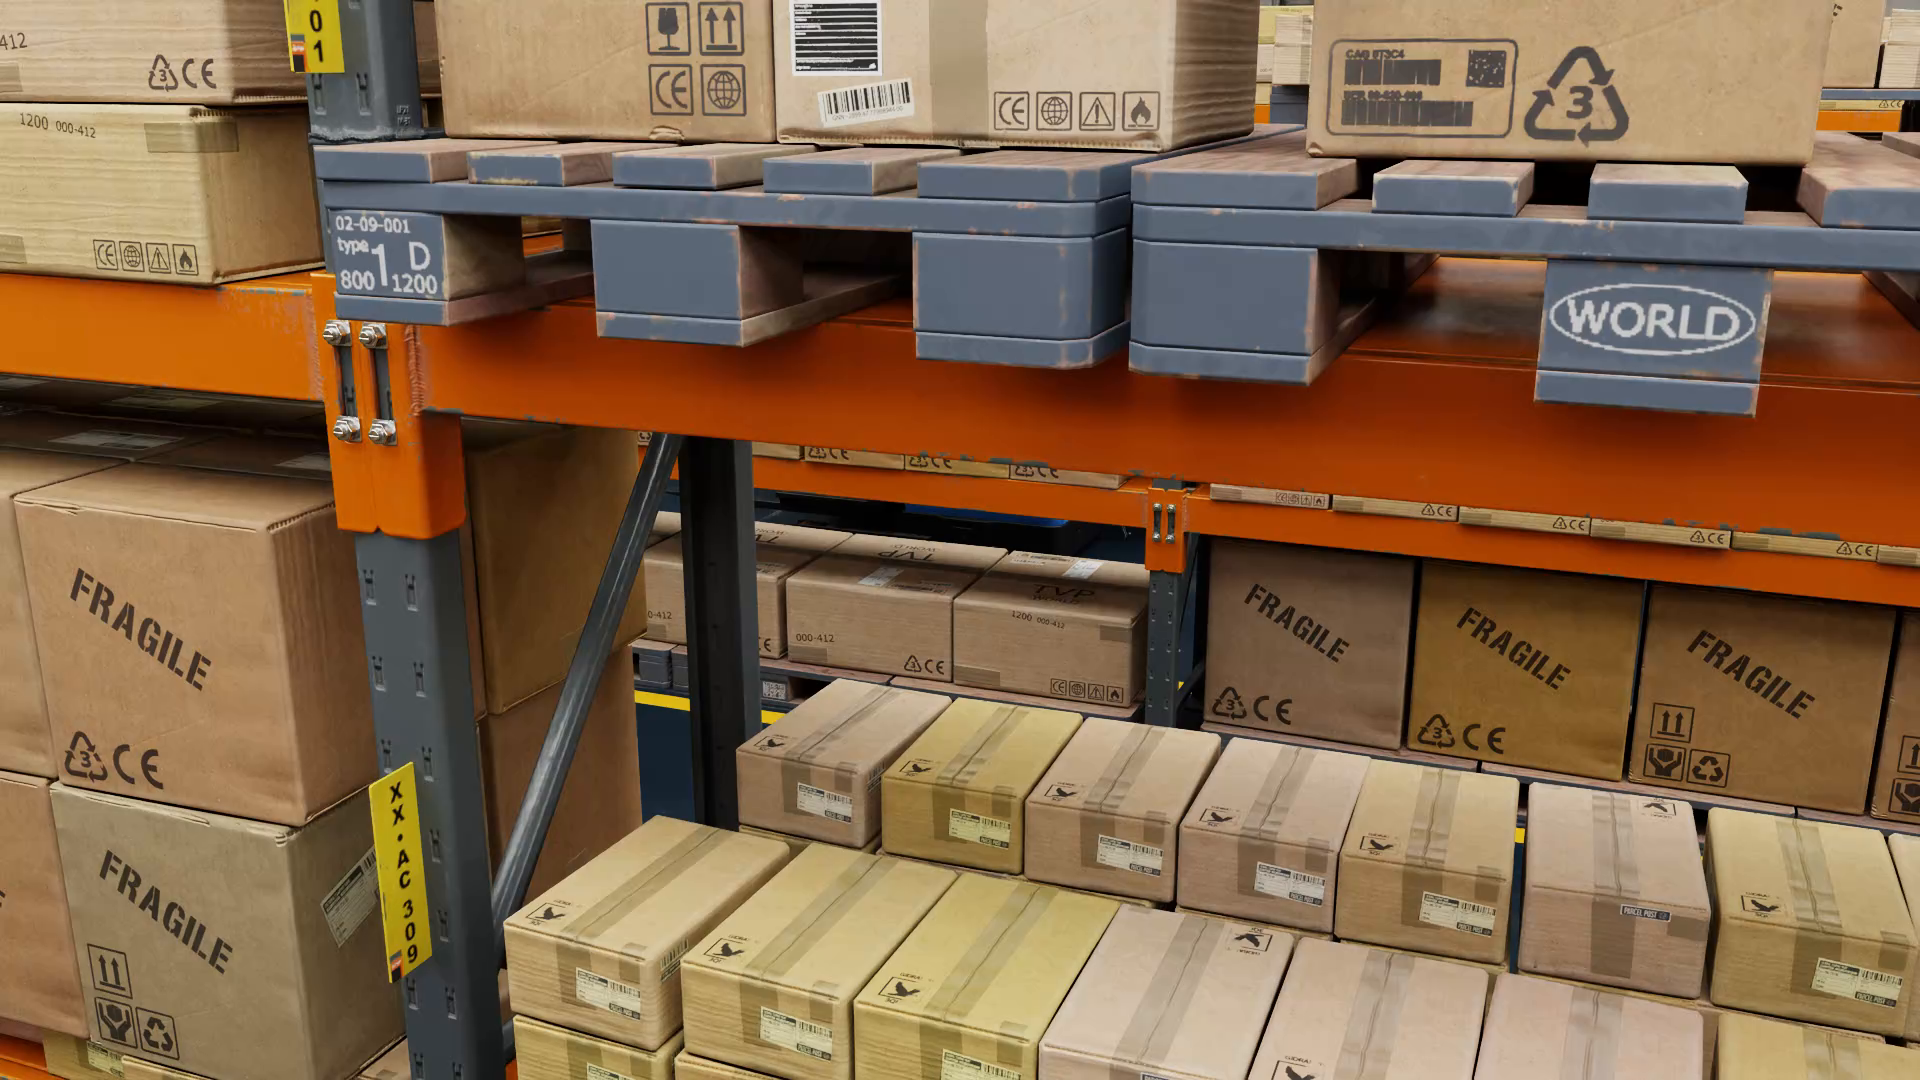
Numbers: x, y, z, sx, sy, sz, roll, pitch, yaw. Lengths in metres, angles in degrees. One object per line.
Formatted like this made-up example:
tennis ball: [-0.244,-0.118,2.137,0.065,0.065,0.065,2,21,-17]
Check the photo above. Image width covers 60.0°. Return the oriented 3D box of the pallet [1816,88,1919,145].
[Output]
pallet: [3.134,-1.624,6.347,1.213,0.211,1.003,7,18,23]

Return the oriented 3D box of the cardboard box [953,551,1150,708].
cardboard box: [0.528,0.419,8.193,0.875,0.438,0.875,6,17,20]

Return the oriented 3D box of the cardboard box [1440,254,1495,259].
cardboard box: [2.065,-1.014,7.315,0.500,0.500,0.500,7,17,22]

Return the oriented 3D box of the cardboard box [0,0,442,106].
cardboard box: [-1.172,-0.814,2.588,0.500,0.250,0.500,5,17,18]

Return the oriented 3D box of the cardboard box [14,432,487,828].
cardboard box: [-1.186,0.127,2.848,0.500,0.500,0.500,6,17,19]

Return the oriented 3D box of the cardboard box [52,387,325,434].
cardboard box: [-1.467,-0.053,3.470,0.500,0.500,0.500,6,17,19]

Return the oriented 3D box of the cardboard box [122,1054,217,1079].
cardboard box: [-1.280,0.930,3.039,0.250,0.149,0.380,6,17,19]

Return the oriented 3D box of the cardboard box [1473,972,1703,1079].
cardboard box: [0.752,0.701,2.008,0.250,0.149,0.380,7,18,23]

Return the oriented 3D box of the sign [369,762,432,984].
sign: [-0.841,0.502,2.511,0.005,0.325,0.100,6,17,21]

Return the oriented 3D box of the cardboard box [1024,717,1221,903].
cardboard box: [0.286,0.454,2.859,0.250,0.149,0.380,6,17,19]

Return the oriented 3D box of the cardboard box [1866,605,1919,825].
cardboard box: [4.182,0.618,6.723,0.875,0.875,0.875,6,17,20]

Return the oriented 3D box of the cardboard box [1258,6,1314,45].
cardboard box: [2.333,-3.546,11.467,0.500,0.250,0.500,6,17,21]

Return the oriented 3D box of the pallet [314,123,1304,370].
pallet: [-0.114,-0.483,2.414,1.003,0.211,1.213,6,17,21]

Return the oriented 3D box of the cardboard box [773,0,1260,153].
cardboard box: [0.093,-0.679,2.157,0.500,0.311,0.500,6,17,20]

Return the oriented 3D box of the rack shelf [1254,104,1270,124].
rack shelf: [1.030,-3.105,12.400,4.000,0.370,1.077,6,17,21]

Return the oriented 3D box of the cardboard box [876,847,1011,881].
cardboard box: [0.039,0.569,2.999,0.250,0.149,0.380,6,17,21]

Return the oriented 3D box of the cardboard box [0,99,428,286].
cardboard box: [-1.205,-0.572,2.654,0.500,0.250,0.500,7,17,22]

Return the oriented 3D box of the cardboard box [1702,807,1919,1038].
cardboard box: [1.259,0.561,2.492,0.250,0.149,0.380,6,17,20]

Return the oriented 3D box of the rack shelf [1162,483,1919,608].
rack shelf: [2.934,0.032,6.973,4.000,0.370,1.077,6,17,21]

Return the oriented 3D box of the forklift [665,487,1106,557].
forklift: [-0.585,-1.473,10.989,3.031,2.935,1.130,6,17,21]

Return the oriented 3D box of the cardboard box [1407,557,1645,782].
cardboard box: [2.522,0.434,7.356,0.875,0.875,0.875,7,18,22]

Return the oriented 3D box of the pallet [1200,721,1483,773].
pallet: [1.819,0.881,7.761,1.213,0.211,1.003,6,17,21]

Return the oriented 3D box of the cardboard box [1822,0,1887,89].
cardboard box: [3.048,-1.904,6.039,0.500,0.500,0.500,6,17,21]

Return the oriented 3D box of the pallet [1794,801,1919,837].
pallet: [4.088,1.130,6.901,1.213,0.211,1.003,6,17,21]

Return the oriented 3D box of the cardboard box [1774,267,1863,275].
cardboard box: [3.484,-0.856,6.769,0.500,0.500,0.500,7,18,22]

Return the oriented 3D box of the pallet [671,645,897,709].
pallet: [-0.744,0.599,8.732,1.213,0.211,1.003,6,17,21]

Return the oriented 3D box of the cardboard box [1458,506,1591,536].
cardboard box: [2.338,-0.223,6.831,0.500,0.250,0.500,6,17,20]

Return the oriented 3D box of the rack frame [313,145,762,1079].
rack frame: [-0.649,0.776,3.119,0.127,3.000,1.000,6,17,21]

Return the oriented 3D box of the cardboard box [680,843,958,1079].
cardboard box: [-0.190,0.596,2.370,0.250,0.149,0.380,7,18,22]

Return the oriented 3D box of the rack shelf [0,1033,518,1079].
rack shelf: [-2.510,0.917,3.924,4.000,0.370,1.077,6,17,21]

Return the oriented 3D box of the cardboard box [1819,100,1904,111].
cardboard box: [5.578,-2.806,10.346,0.500,0.250,0.500,6,17,21]

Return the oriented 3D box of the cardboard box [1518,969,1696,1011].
cardboard box: [1.021,0.676,2.629,0.250,0.149,0.380,6,17,21]

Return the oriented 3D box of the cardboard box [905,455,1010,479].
cardboard box: [0.067,-0.598,7.675,0.500,0.500,0.500,6,17,19]

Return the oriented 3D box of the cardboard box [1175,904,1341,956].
cardboard box: [0.525,0.622,2.816,0.250,0.149,0.380,6,17,19]

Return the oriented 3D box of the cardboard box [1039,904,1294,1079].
cardboard box: [0.279,0.649,2.187,0.250,0.149,0.380,6,17,20]

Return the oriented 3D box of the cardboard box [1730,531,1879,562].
cardboard box: [3.285,-0.125,6.493,0.500,0.250,0.500,6,17,20]

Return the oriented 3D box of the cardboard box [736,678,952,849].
cardboard box: [-0.204,0.400,3.046,0.250,0.149,0.380,7,18,23]

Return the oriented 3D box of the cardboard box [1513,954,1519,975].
cardboard box: [1.006,0.817,2.676,0.250,0.149,0.380,7,18,23]

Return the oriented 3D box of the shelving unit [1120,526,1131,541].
shelving unit: [1.123,-1.013,11.445,0.503,0.431,2.100,-5,61,-20]

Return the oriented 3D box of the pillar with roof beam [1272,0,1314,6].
pillar with roof beam: [0.994,-3.875,8.381,0.400,9.000,9.100,6,17,21]

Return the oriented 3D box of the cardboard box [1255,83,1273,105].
cardboard box: [2.221,-3.111,11.581,0.250,0.149,0.380,6,17,21]

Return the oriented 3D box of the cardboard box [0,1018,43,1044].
cardboard box: [-1.722,0.843,3.339,0.250,0.149,0.380,6,17,19]

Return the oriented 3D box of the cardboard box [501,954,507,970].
cardboard box: [-0.793,0.783,3.546,0.250,0.149,0.380,7,18,23]

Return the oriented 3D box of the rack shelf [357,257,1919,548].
rack shelf: [1.211,-0.114,2.097,4.000,0.370,1.077,6,17,21]

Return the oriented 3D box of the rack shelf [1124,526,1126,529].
rack shelf: [1.297,-0.405,11.116,0.480,0.431,0.518,-5,61,-20]

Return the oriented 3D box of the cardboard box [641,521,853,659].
cardboard box: [-1.143,0.235,8.827,0.875,0.438,0.875,7,18,22]

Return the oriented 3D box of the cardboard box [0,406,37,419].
cardboard box: [-2.139,0.020,3.219,0.500,0.500,0.500,7,18,22]

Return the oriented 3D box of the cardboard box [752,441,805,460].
cardboard box: [-0.887,-0.703,8.037,0.500,0.500,0.500,7,18,22]

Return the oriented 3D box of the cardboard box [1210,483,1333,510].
cardboard box: [1.386,-0.332,7.207,0.500,0.250,0.500,6,17,19]

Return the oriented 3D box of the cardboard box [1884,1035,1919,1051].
cardboard box: [1.497,0.729,2.447,0.250,0.149,0.380,6,17,20]

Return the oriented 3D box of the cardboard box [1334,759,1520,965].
cardboard box: [0.758,0.507,2.677,0.250,0.149,0.380,6,17,19]

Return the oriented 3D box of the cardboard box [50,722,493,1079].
cardboard box: [-1.203,0.609,2.982,0.500,0.500,0.500,6,17,21]

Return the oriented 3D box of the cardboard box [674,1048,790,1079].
cardboard box: [-0.210,0.738,2.415,0.250,0.149,0.380,6,17,20]
